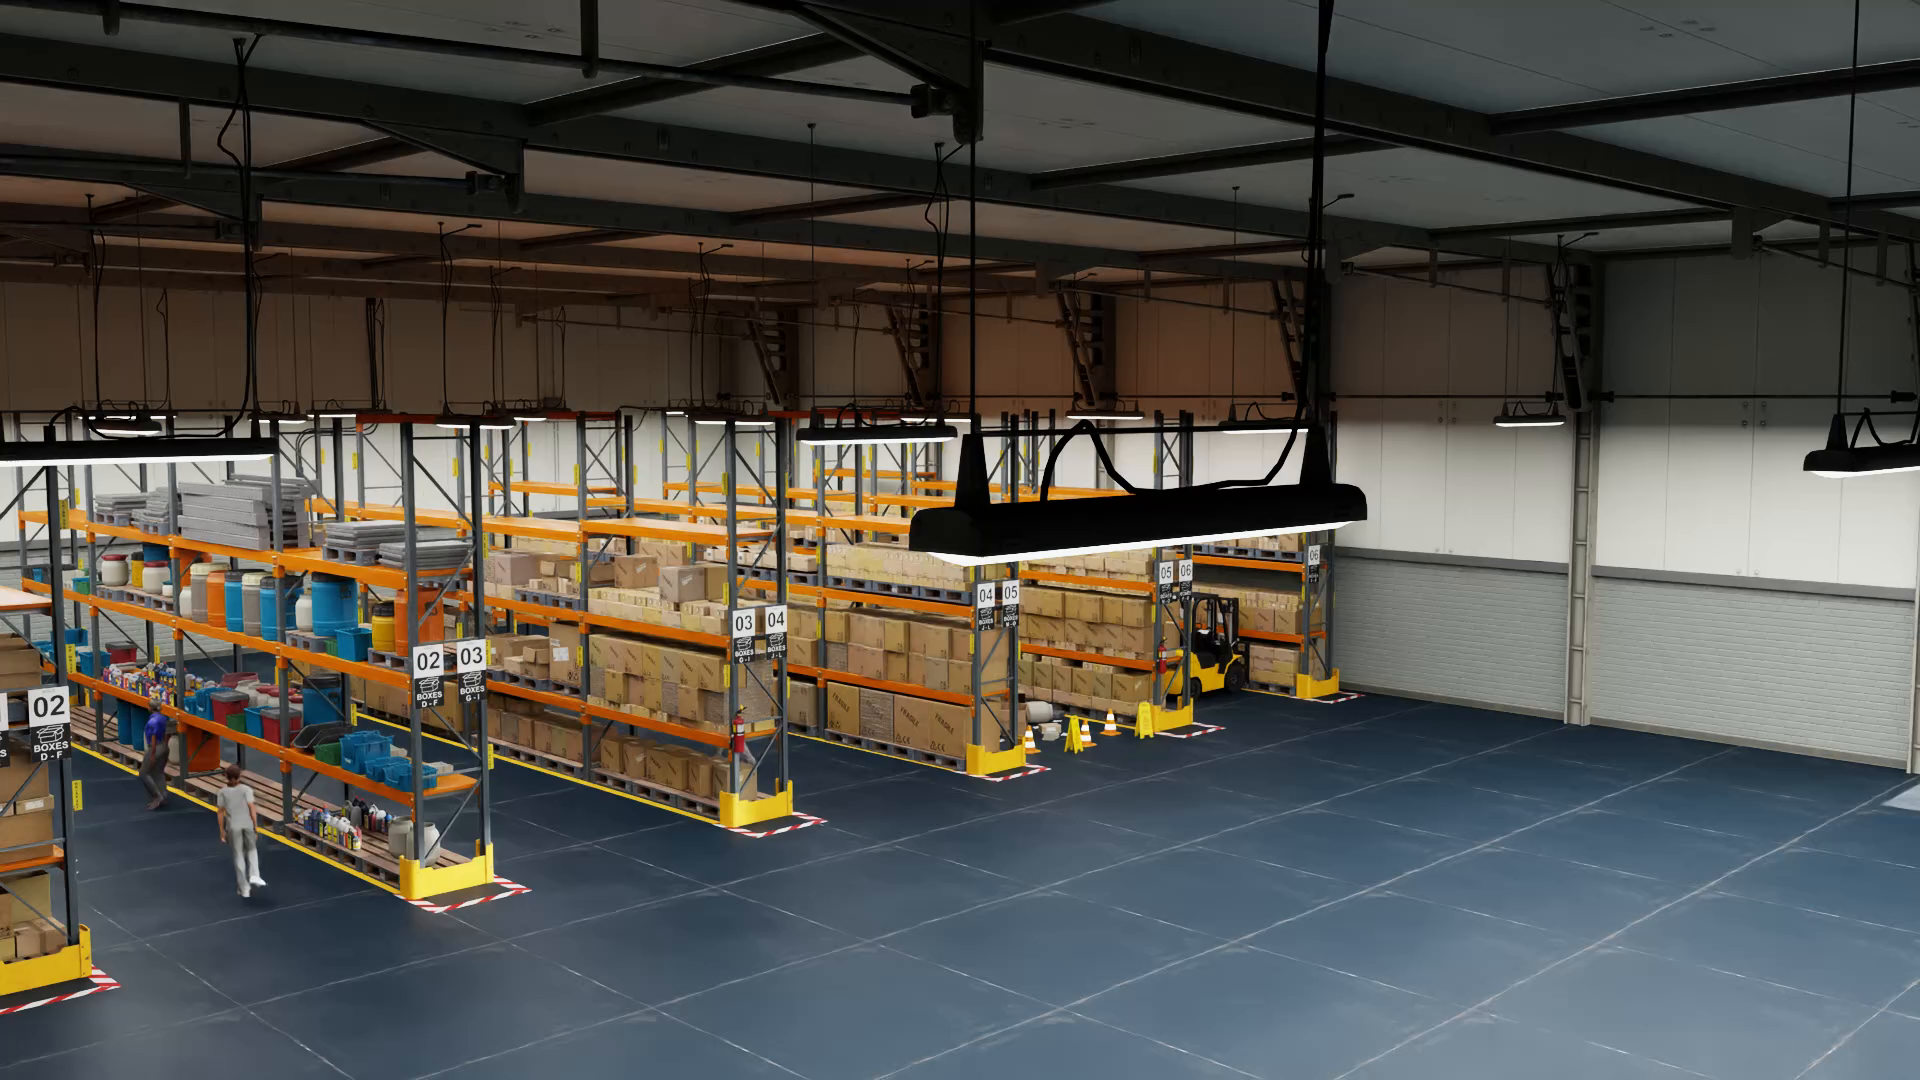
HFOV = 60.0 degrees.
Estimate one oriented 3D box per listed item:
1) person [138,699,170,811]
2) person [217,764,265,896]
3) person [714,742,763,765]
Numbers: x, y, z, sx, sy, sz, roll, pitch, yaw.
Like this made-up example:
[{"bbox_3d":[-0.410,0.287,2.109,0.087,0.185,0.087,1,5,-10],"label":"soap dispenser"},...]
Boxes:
[{"bbox_3d":[-12.397,3.295,25.589,0.384,1.700,0.505,0,5,-4],"label":"person"},{"bbox_3d":[-9.097,3.668,21.040,0.506,1.660,0.471,-4,6,-35],"label":"person"},{"bbox_3d":[-3.792,3.026,28.476,1.005,1.613,0.504,1,5,15],"label":"person"}]
